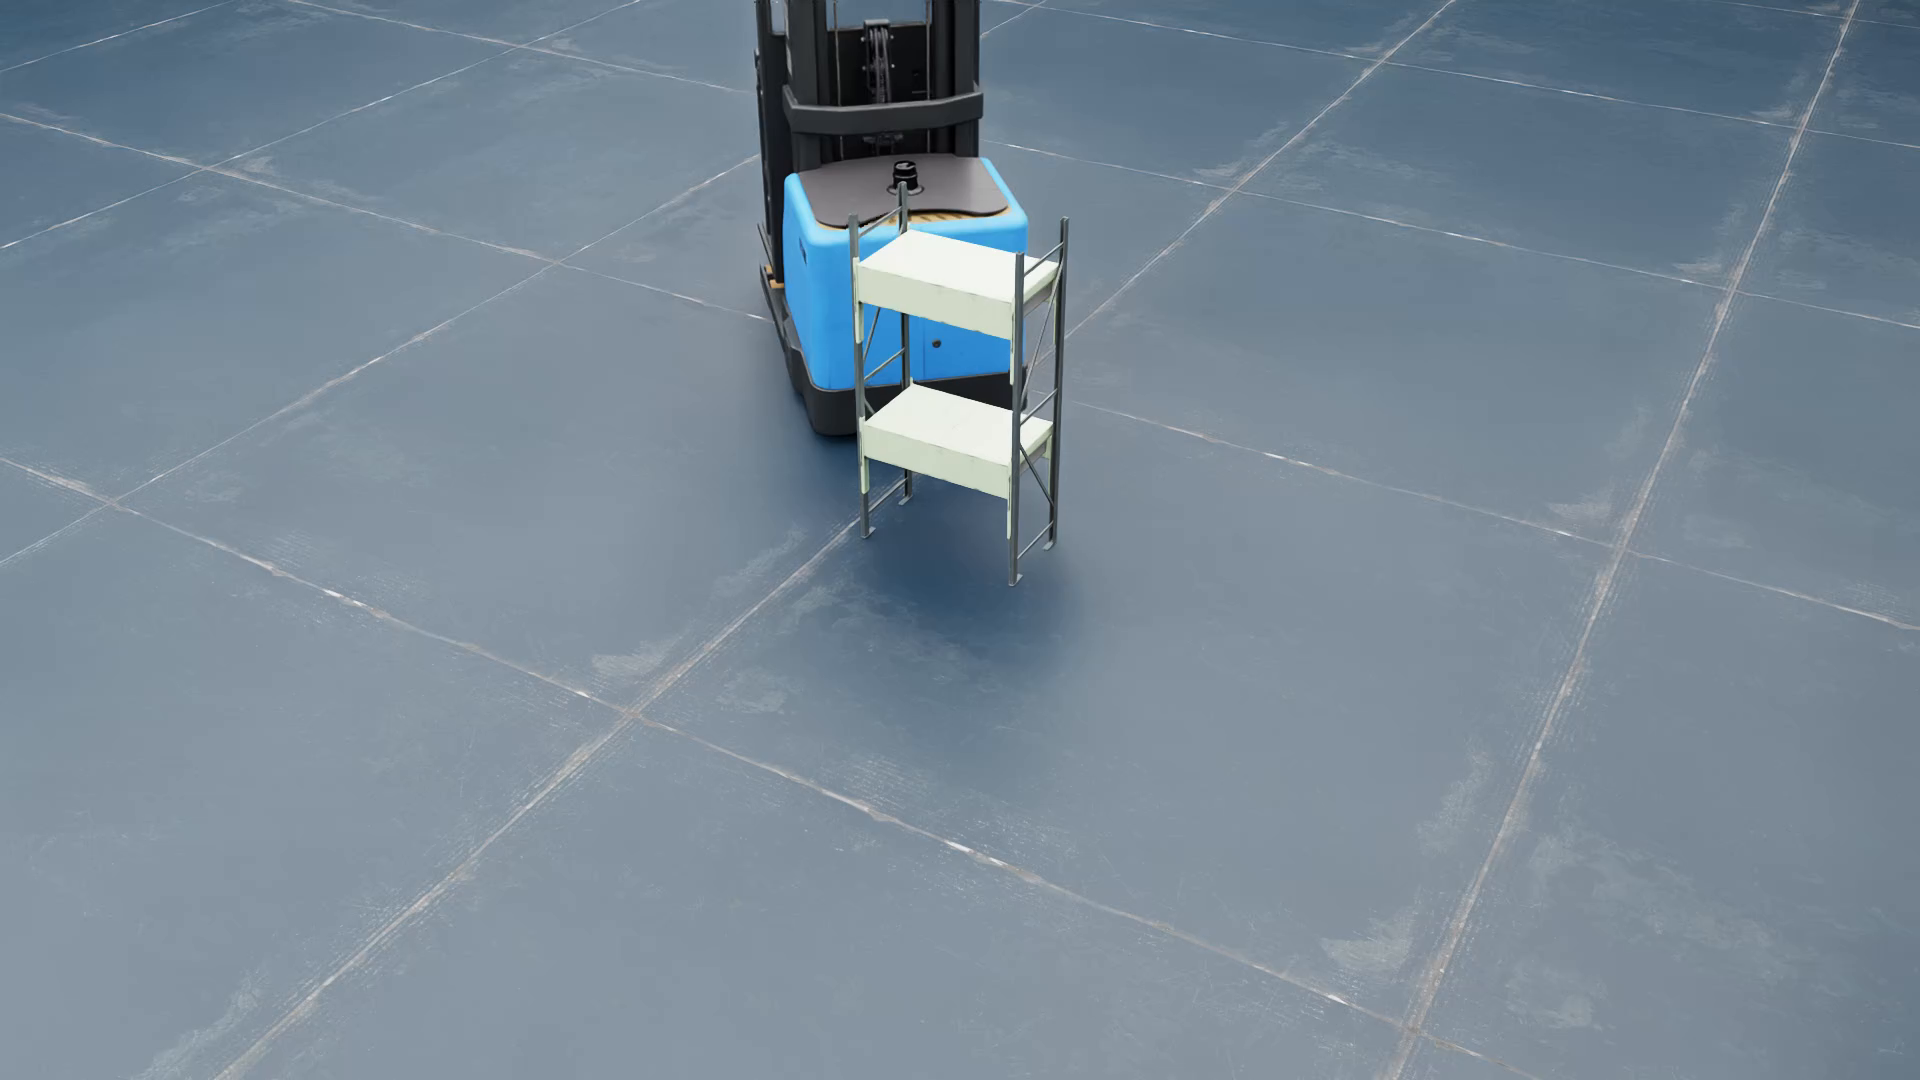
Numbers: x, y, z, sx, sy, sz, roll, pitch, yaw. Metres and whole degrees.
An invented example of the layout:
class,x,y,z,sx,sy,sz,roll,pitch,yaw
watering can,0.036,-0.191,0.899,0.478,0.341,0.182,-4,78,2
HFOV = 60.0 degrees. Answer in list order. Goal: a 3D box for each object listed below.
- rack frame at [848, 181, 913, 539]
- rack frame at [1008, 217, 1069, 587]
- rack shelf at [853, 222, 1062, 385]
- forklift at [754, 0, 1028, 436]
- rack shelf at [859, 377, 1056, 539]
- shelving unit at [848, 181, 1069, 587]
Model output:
class,x,y,z,sx,sy,sz,roll,pitch,yaw
rack frame,-0.324,-0.727,6.988,0.023,1.500,0.400,18,37,24
rack frame,0.312,-0.525,6.686,0.023,1.500,0.400,18,37,24
rack shelf,-0.006,-0.951,6.621,0.720,0.370,0.431,18,37,24
forklift,-0.500,-2.524,8.396,1.130,2.935,3.031,-7,34,-11
rack shelf,-0.006,-0.355,7.018,0.720,0.370,0.431,18,37,24
shelving unit,-0.006,-0.626,6.837,0.755,1.500,0.431,18,37,24
